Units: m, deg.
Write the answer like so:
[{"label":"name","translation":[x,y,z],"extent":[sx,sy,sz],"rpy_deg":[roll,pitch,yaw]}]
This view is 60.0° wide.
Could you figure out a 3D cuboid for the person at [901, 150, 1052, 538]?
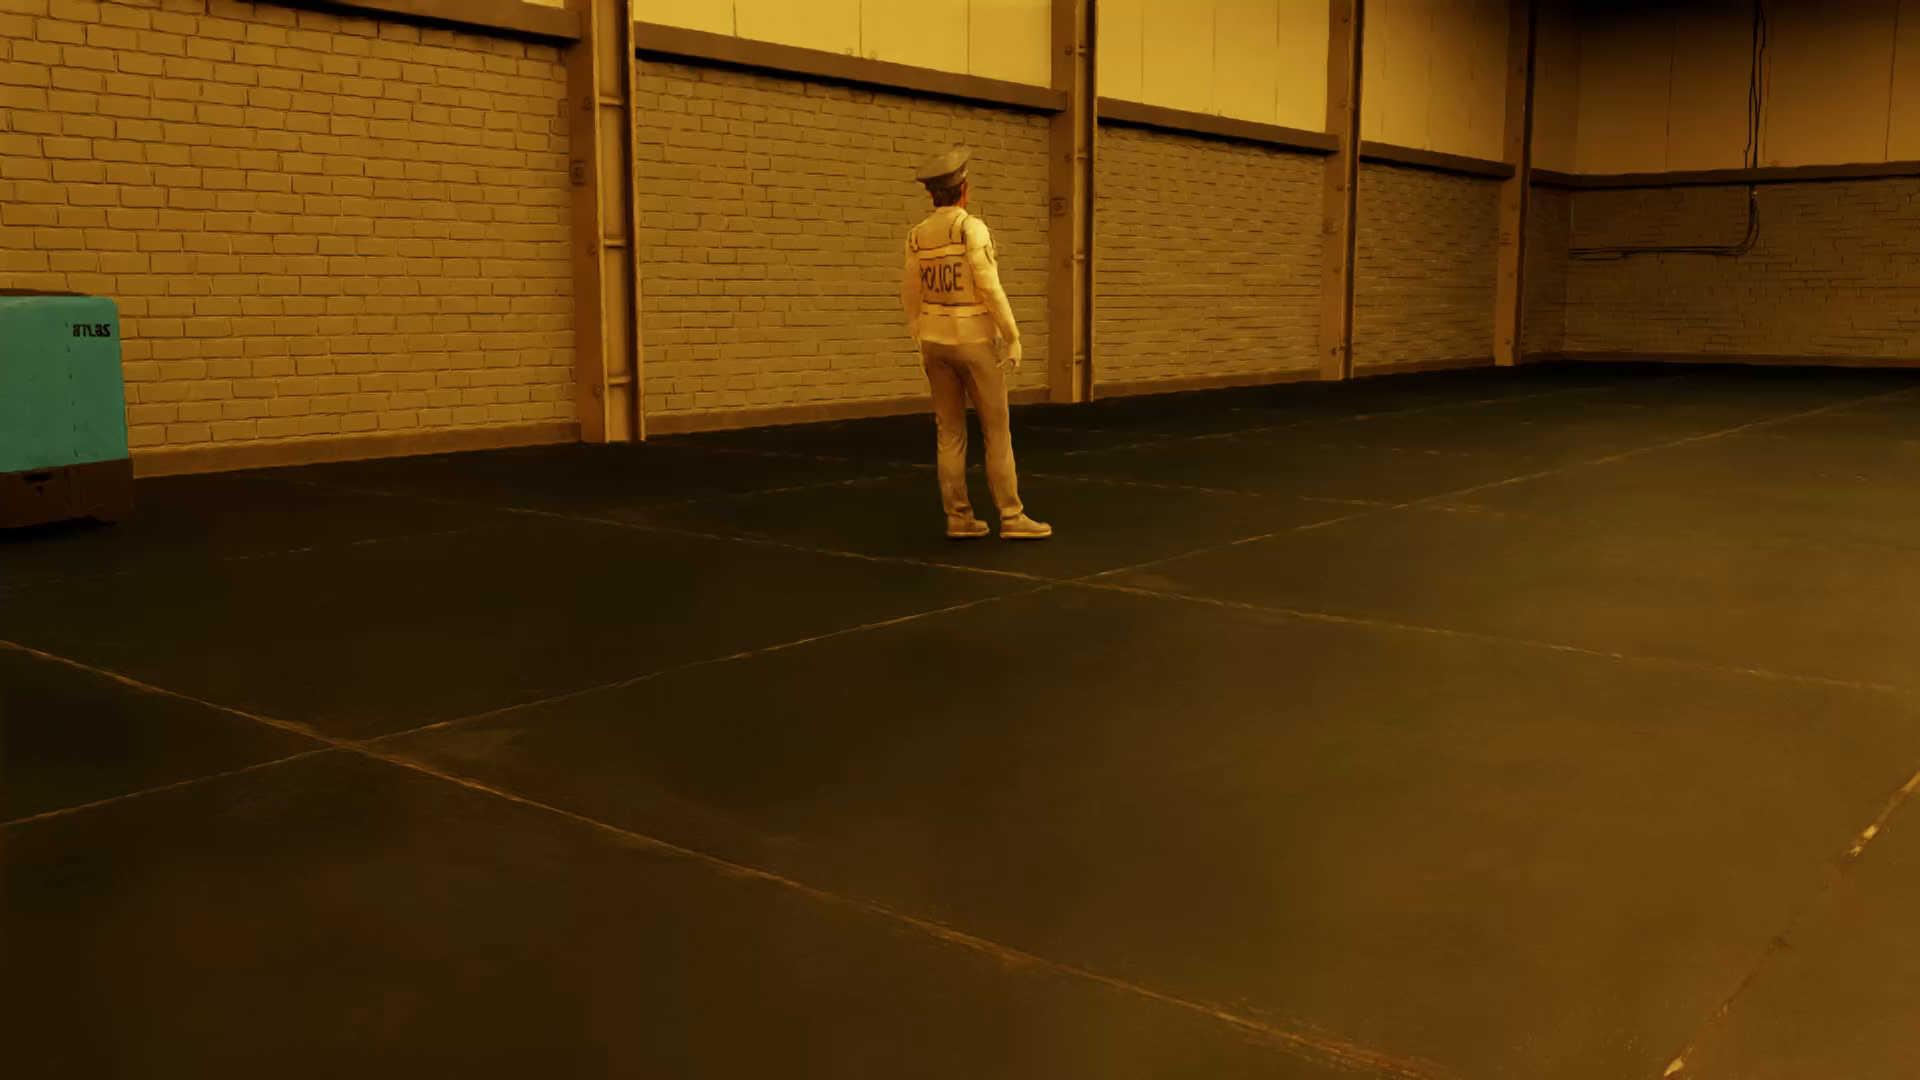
[{"label":"person","translation":[0.048,-0.853,7.329],"extent":[0.586,1.695,0.532],"rpy_deg":[7,11,38]}]

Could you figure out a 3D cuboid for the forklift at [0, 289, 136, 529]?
[{"label":"forklift","translation":[-4.902,-1.356,6.549],"extent":[1.130,2.935,3.031],"rpy_deg":[3,9,19]}]
